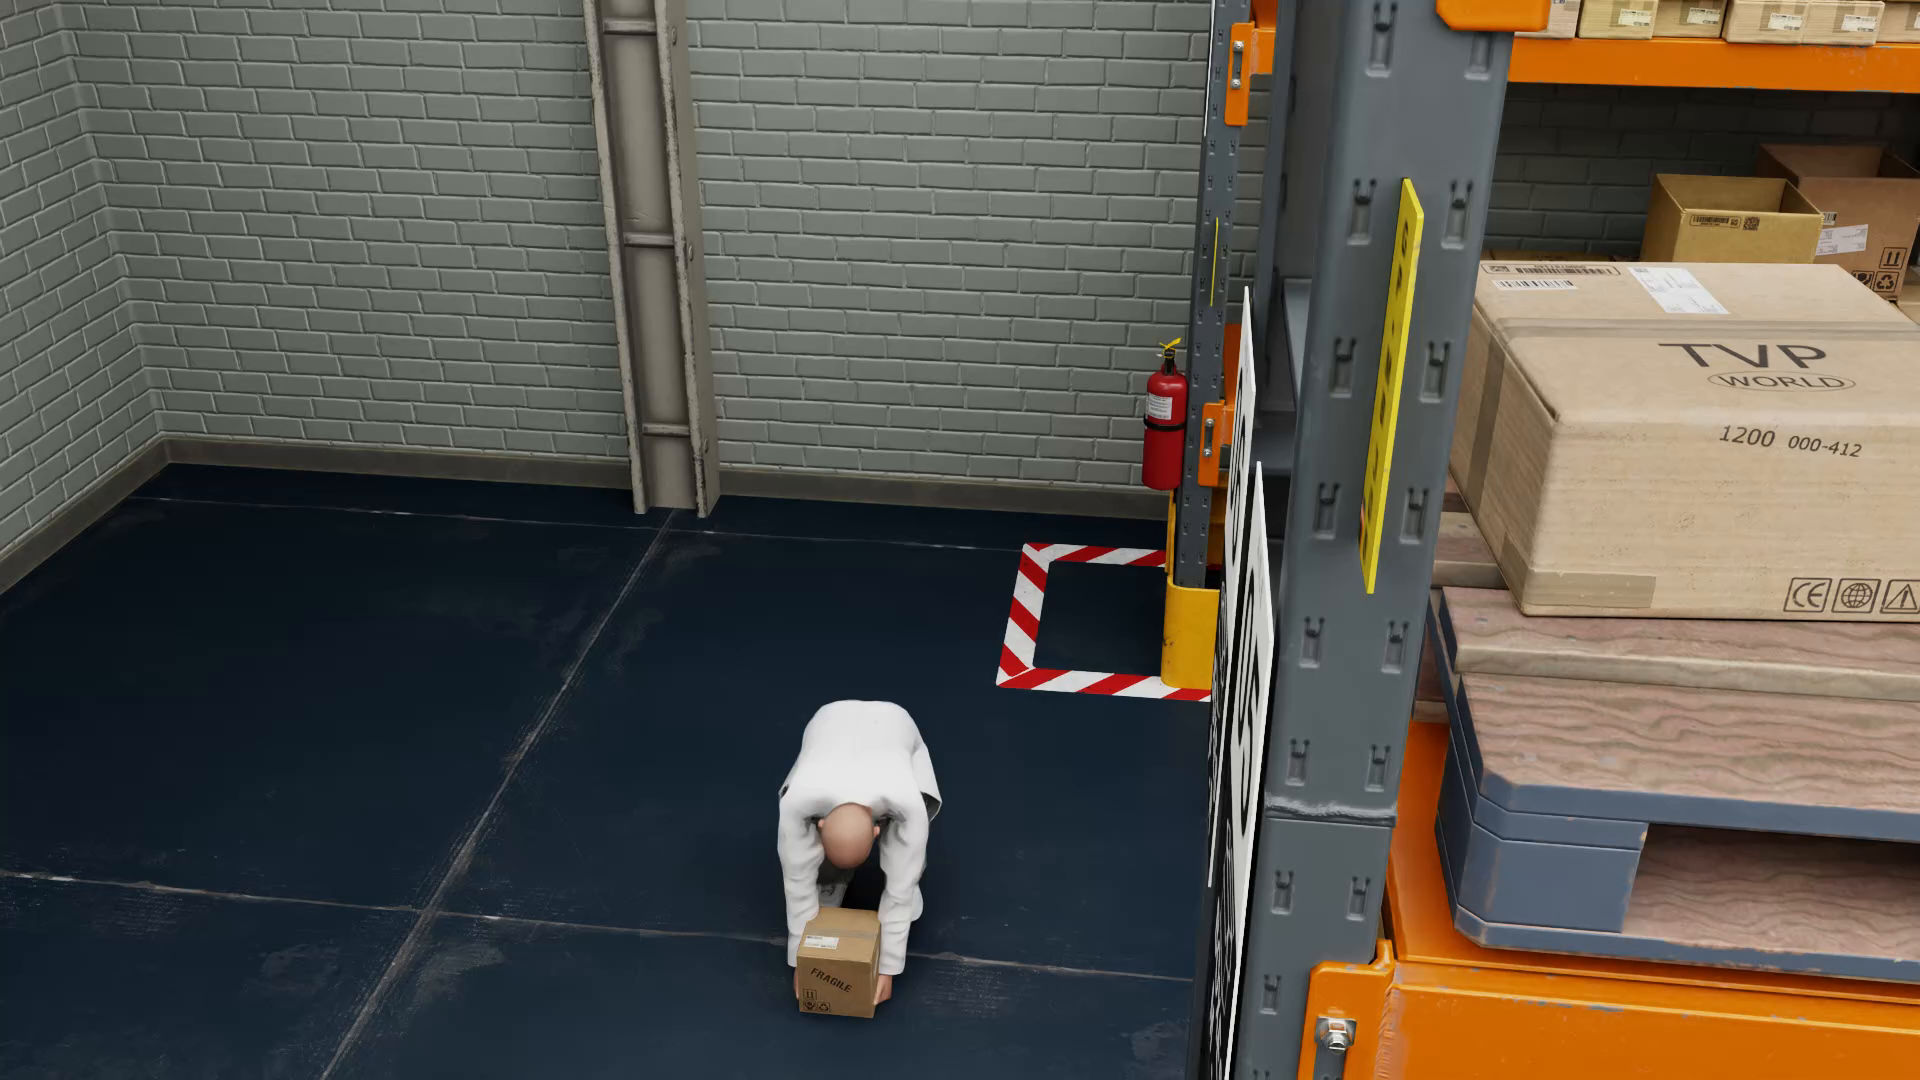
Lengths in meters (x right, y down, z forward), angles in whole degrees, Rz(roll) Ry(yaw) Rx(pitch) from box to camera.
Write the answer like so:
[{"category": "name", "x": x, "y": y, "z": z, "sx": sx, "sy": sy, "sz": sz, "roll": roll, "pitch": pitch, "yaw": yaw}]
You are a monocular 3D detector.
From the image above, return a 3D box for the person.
[{"category": "person", "x": -0.369, "y": 1.023, "z": 5.780, "sx": 0.550, "sy": 0.816, "sz": 0.943, "roll": 3, "pitch": 28, "yaw": 5}]
